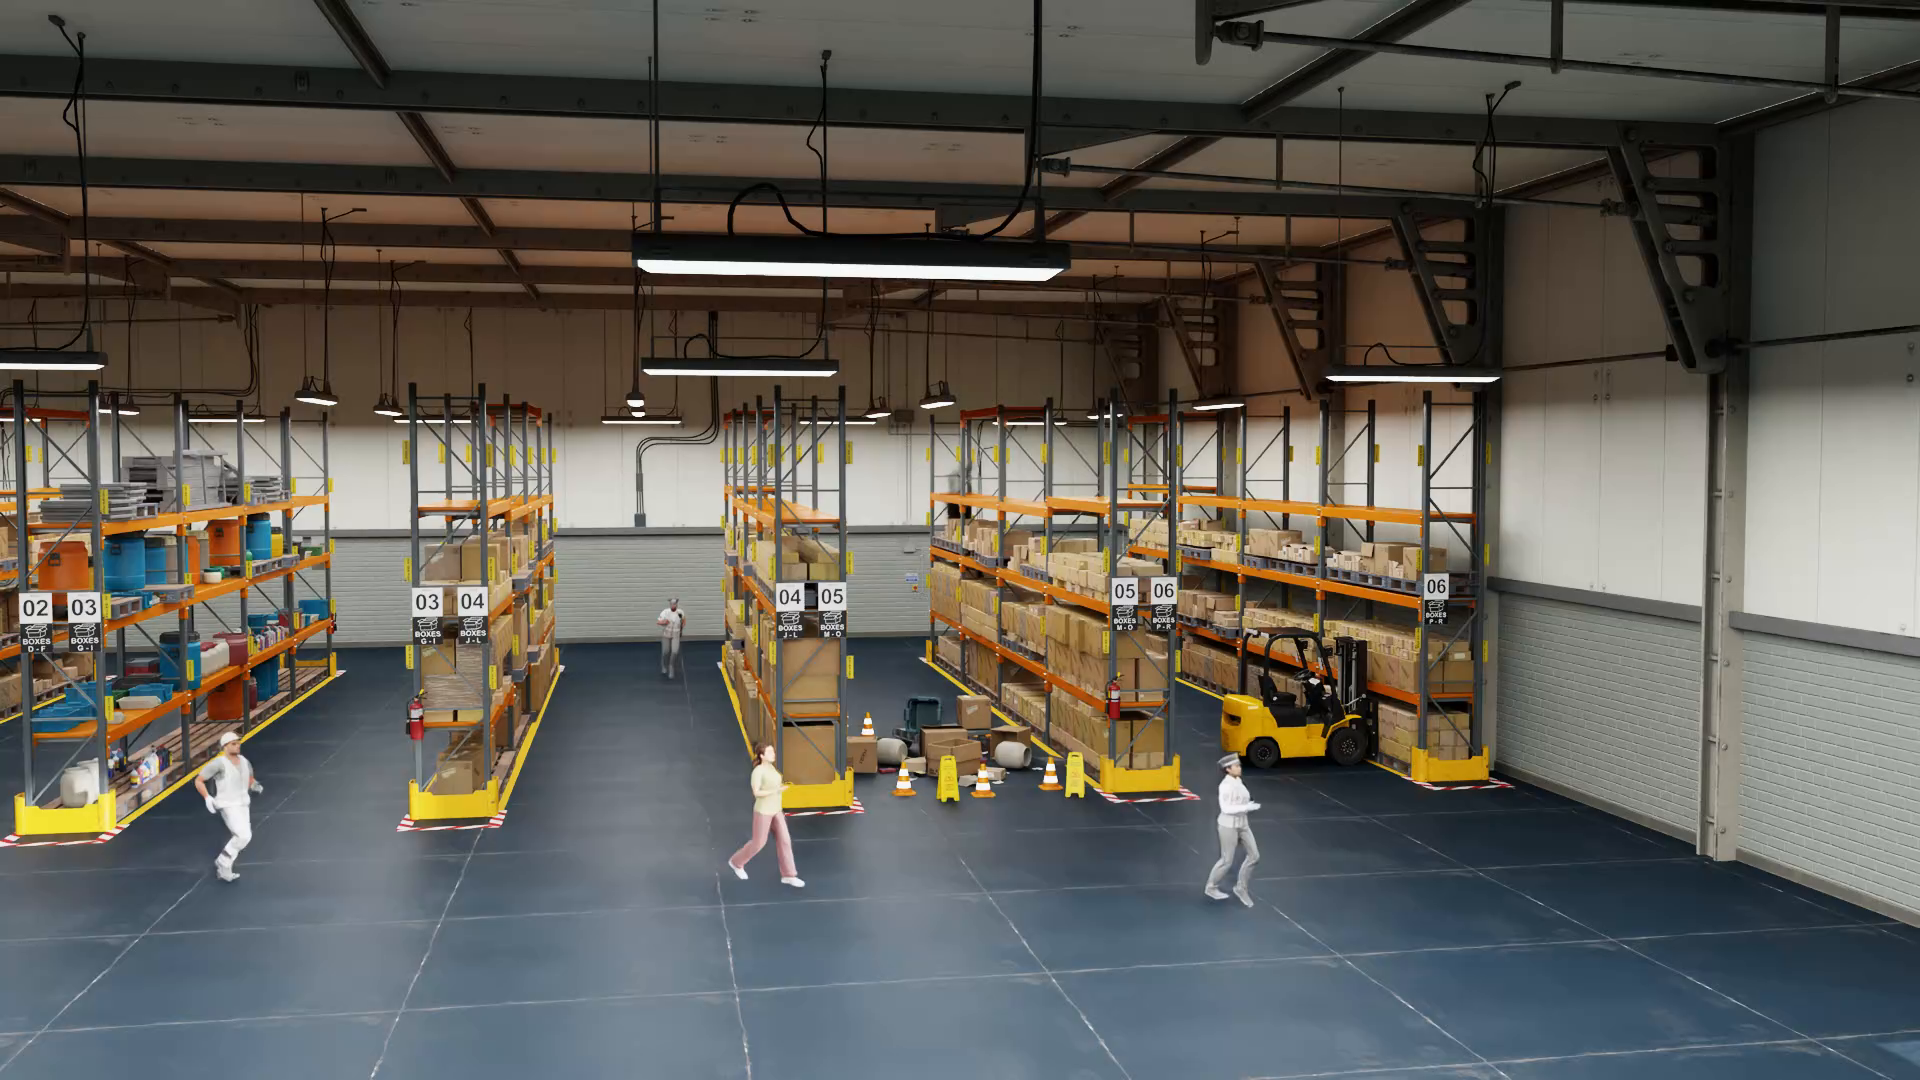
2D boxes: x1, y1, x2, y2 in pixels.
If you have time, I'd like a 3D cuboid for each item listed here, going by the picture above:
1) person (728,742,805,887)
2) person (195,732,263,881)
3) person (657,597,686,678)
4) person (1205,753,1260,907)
[{"bbox_3d":[-2.242,3.164,19.280,0.970,1.653,0.574,1,3,26],"label":"person"},{"bbox_3d":[-8.463,3.120,19.448,0.637,1.742,0.649,1,3,19],"label":"person"},{"bbox_3d":[-6.541,2.210,37.771,0.658,1.847,0.796,-1,3,-11],"label":"person"},{"bbox_3d":[3.057,3.221,18.494,0.683,1.736,0.592,2,4,37],"label":"person"}]
